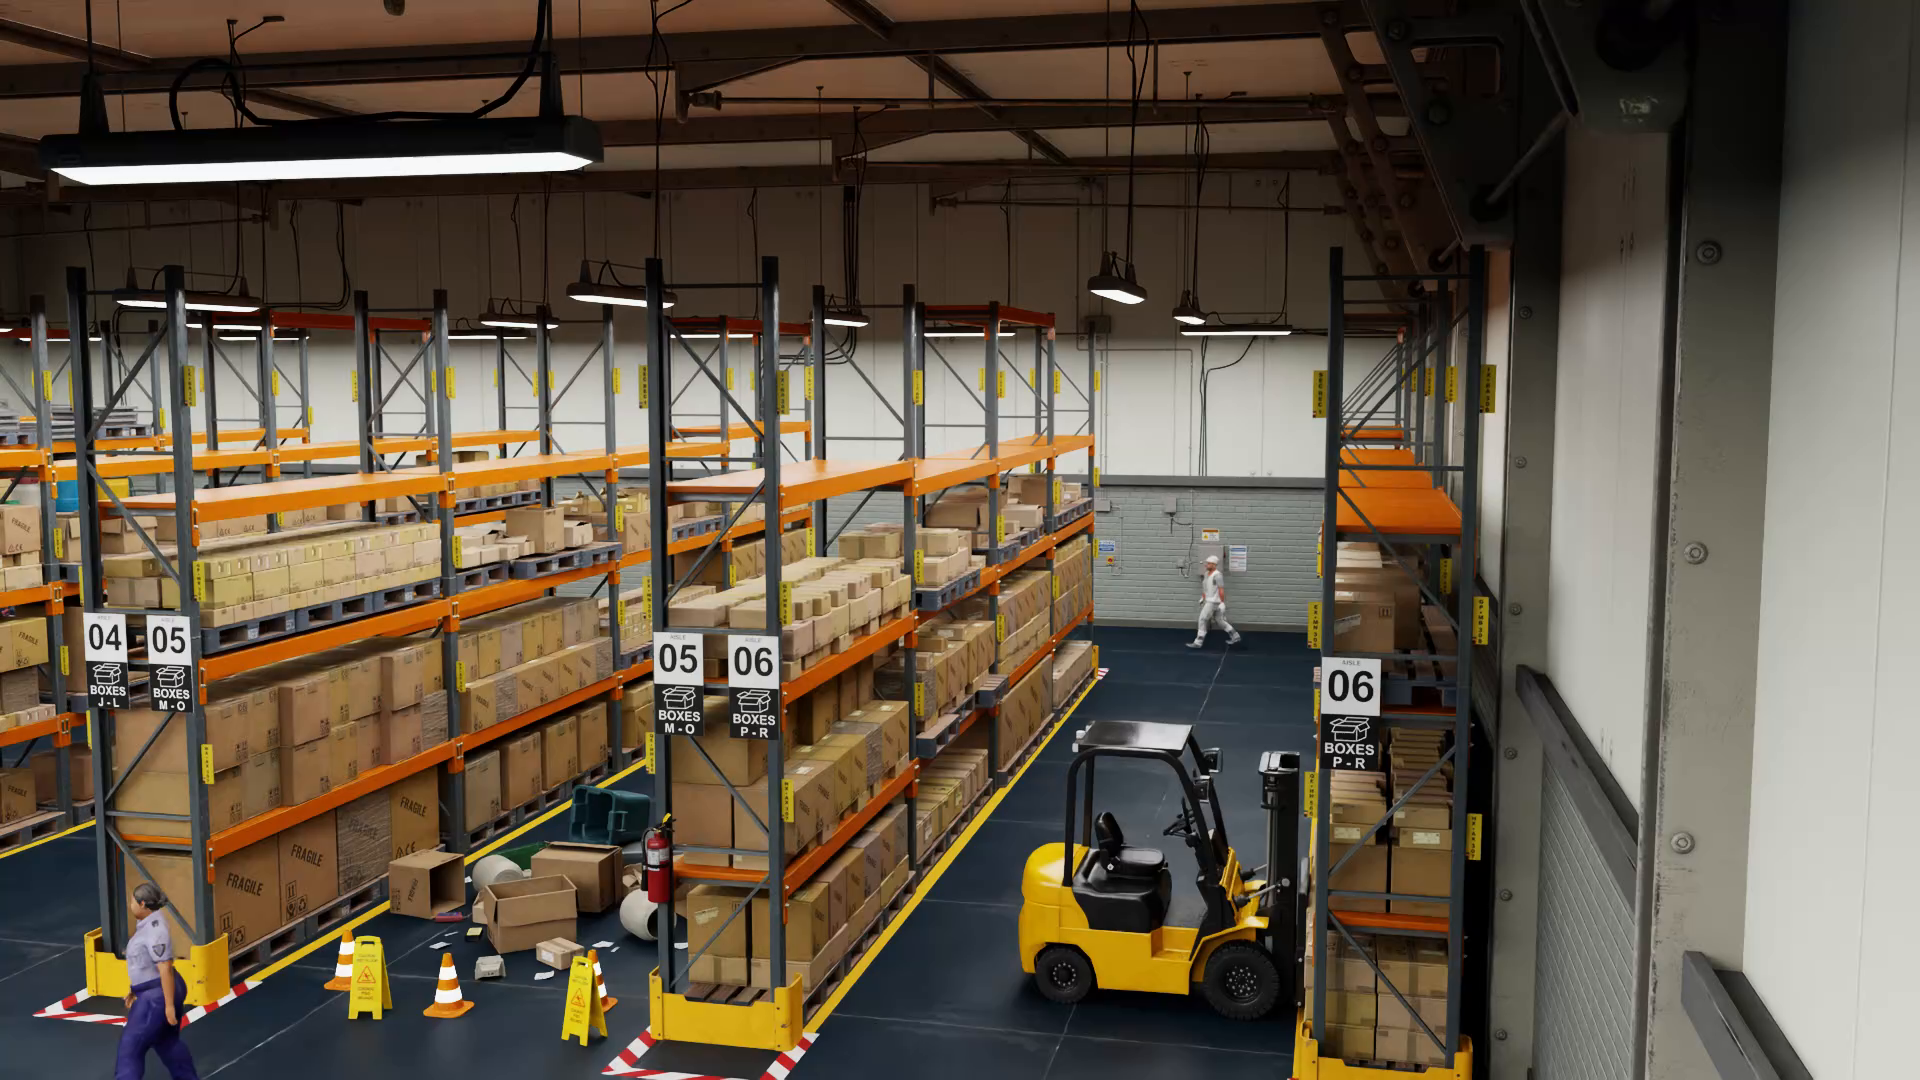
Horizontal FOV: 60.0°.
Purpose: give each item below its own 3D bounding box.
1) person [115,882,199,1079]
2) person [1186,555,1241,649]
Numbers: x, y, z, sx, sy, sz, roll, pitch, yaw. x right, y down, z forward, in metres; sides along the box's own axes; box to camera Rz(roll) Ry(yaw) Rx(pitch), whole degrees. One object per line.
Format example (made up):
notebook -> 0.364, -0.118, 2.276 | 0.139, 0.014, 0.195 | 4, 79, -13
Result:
person -> -5.662, 3.196, 11.488 | 0.741, 1.643, 0.609 | -2, 6, -21
person -> 4.743, 1.157, 31.033 | 1.046, 1.749, 0.506 | 0, 6, 2
